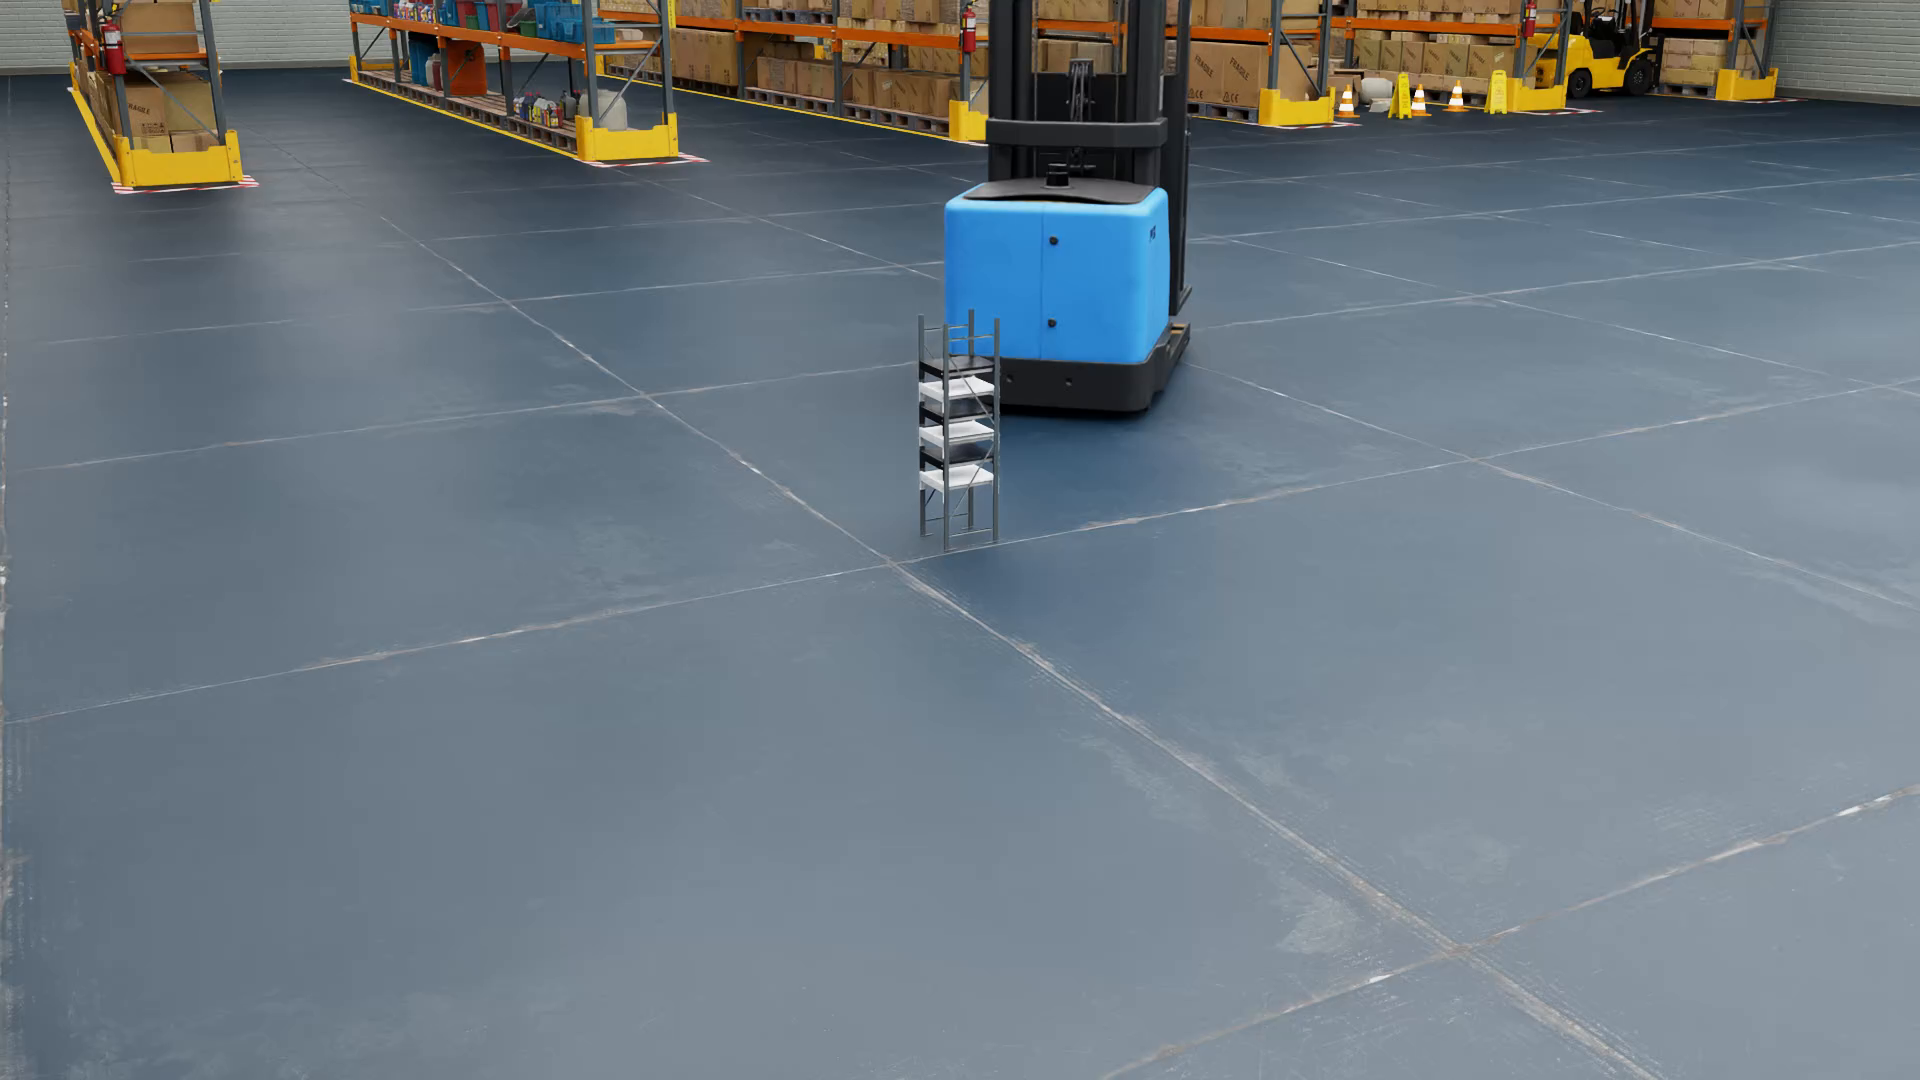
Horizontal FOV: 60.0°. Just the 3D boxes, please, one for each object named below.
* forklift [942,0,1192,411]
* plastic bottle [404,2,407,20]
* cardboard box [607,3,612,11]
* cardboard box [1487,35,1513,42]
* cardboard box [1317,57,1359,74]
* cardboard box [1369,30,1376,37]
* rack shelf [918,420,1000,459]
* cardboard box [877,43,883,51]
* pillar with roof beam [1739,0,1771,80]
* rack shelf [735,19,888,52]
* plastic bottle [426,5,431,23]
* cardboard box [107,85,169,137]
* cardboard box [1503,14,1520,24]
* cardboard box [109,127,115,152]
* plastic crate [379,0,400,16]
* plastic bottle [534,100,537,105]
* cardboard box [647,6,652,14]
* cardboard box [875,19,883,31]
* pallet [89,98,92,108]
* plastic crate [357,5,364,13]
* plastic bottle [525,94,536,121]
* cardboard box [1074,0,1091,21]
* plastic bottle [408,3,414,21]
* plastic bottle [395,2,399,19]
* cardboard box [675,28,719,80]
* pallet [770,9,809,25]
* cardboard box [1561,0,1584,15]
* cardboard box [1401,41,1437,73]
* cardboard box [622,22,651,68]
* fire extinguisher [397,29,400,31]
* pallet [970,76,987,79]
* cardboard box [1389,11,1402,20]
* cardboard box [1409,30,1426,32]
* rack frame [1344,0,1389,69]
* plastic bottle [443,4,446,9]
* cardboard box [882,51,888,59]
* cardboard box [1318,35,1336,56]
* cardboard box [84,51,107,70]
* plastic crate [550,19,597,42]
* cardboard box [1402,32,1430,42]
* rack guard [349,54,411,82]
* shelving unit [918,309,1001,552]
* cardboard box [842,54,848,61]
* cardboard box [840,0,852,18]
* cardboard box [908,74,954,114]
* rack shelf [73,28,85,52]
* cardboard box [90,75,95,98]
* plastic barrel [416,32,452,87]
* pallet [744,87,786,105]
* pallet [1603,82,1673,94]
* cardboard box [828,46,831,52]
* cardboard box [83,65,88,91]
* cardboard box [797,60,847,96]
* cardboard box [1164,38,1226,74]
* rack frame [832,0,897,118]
[{"bbox_3d":[0.753,-2.469,9.293,1.130,2.935,3.031,5,20,13],"label":"forklift"},{"bbox_3d":[-9.369,-8.951,28.152,0.061,0.283,0.133,-10,21,-27],"label":"plastic bottle"},{"bbox_3d":[-7.007,-10.929,34.091,0.380,0.149,0.250,-11,22,-28],"label":"cardboard box"},{"bbox_3d":[10.678,-9.872,33.637,0.875,0.625,0.625,-11,22,-29],"label":"cardboard box"},{"bbox_3d":[7.039,-8.545,30.180,0.950,0.372,0.625,-10,21,-26],"label":"cardboard box"},{"bbox_3d":[9.056,-10.938,35.926,0.380,0.149,0.250,-11,22,-28],"label":"cardboard box"},{"bbox_3d":[-0.004,-0.396,6.502,0.258,0.077,0.200,-10,21,-27],"label":"rack shelf"},{"bbox_3d":[-1.496,-10.270,34.611,0.380,0.149,0.250,-10,22,-27],"label":"cardboard box"},{"bbox_3d":[10.230,-11.568,26.361,9.100,9.000,0.400,-10,21,-27],"label":"pillar with roof beam"},{"bbox_3d":[-2.381,-8.137,26.717,1.077,0.370,4.000,-10,21,-27],"label":"rack shelf"},{"bbox_3d":[-8.498,-8.432,26.665,0.097,0.271,0.097,0,19,0],"label":"plastic bottle"},{"bbox_3d":[-8.769,-4.583,17.735,0.500,0.500,0.500,-10,21,-27],"label":"cardboard box"},{"bbox_3d":[8.823,-8.245,26.313,0.380,0.149,0.250,-9,21,-25],"label":"cardboard box"},{"bbox_3d":[-9.254,-4.513,18.684,0.500,0.250,0.500,-10,21,-27],"label":"cardboard box"},{"bbox_3d":[-10.111,-9.534,29.596,0.392,0.384,0.575,-10,21,-27],"label":"plastic crate"},{"bbox_3d":[-5.580,-5.668,21.966,0.097,0.271,0.097,0,19,0],"label":"plastic bottle"},{"bbox_3d":[-5.786,-10.192,31.954,0.380,0.149,0.250,-10,21,-26],"label":"cardboard box"},{"bbox_3d":[-0.979,-7.321,23.635,0.380,0.149,0.250,-10,21,-27],"label":"cardboard box"},{"bbox_3d":[-13.531,-7.120,26.943,1.003,0.211,1.213,-10,21,-27],"label":"pallet"},{"bbox_3d":[-11.260,-10.063,31.508,0.250,0.136,0.298,-10,21,-27],"label":"plastic crate"},{"bbox_3d":[-5.683,-5.742,22.058,0.144,0.351,0.185,-11,22,-29],"label":"plastic bottle"},{"bbox_3d":[2.259,-8.943,27.797,0.500,0.500,0.500,-10,22,-27],"label":"cardboard box"},{"bbox_3d":[-9.155,-8.850,27.869,0.152,0.276,0.135,-10,21,-27],"label":"plastic bottle"},{"bbox_3d":[-9.727,-9.168,28.780,0.061,0.283,0.133,-10,21,-27],"label":"plastic bottle"},{"bbox_3d":[-4.484,-8.957,30.603,1.225,0.875,0.875,-11,22,-29],"label":"cardboard box"},{"bbox_3d":[-2.355,-8.399,26.667,1.003,0.211,1.213,-10,21,-27],"label":"pallet"},{"bbox_3d":[11.637,-10.088,31.113,0.500,0.500,0.500,-11,22,-28],"label":"cardboard box"},{"bbox_3d":[7.842,-8.179,28.158,0.500,0.500,0.500,-9,21,-24],"label":"cardboard box"},{"bbox_3d":[-6.323,-10.110,33.944,0.875,0.875,0.875,-10,21,-27],"label":"cardboard box"},{"bbox_3d":[-11.160,-10.482,33.099,0.296,0.674,0.183,-10,21,-27],"label":"fire extinguisher"},{"bbox_3d":[0.712,-8.697,31.512,1.003,0.211,1.213,-10,21,-27],"label":"pallet"},{"bbox_3d":[7.562,-8.967,28.404,0.380,0.149,0.250,-9,21,-25],"label":"cardboard box"},{"bbox_3d":[9.784,-10.878,35.751,0.380,0.149,0.250,-9,21,-24],"label":"cardboard box"},{"bbox_3d":[7.290,-9.438,29.385,1.000,3.000,0.127,-10,21,-27],"label":"rack frame"},{"bbox_3d":[-8.742,-8.996,28.300,0.097,0.271,0.097,0,19,0],"label":"plastic bottle"},{"bbox_3d":[-1.386,-10.047,34.421,0.380,0.149,0.250,-11,22,-29],"label":"cardboard box"},{"bbox_3d":[8.384,-11.052,37.251,0.500,0.500,0.500,-11,22,-28],"label":"cardboard box"},{"bbox_3d":[-12.732,-7.147,24.752,0.500,0.250,0.500,-9,21,-25],"label":"cardboard box"},{"bbox_3d":[-4.695,-6.202,20.234,0.499,0.251,0.408,-10,21,-27],"label":"plastic crate"},{"bbox_3d":[7.715,-8.518,28.144,0.380,0.149,0.250,-9,21,-24],"label":"cardboard box"},{"bbox_3d":[-11.512,-9.404,33.118,1.175,0.500,0.348,-10,21,-27],"label":"rack guard"},{"bbox_3d":[-0.004,-0.428,6.491,0.258,0.900,0.210,-10,21,-27],"label":"shelving unit"},{"bbox_3d":[-2.404,-10.515,36.232,0.380,0.149,0.250,-10,21,-26],"label":"cardboard box"},{"bbox_3d":[-1.272,-7.952,24.469,0.875,0.500,0.500,-10,21,-27],"label":"cardboard box"},{"bbox_3d":[-0.409,-6.303,23.486,0.500,0.500,0.500,-8,21,-22],"label":"cardboard box"},{"bbox_3d":[-13.001,-7.752,25.601,1.077,0.370,4.000,-10,21,-27],"label":"rack shelf"},{"bbox_3d":[-11.564,-6.190,22.683,0.500,0.311,0.500,-11,22,-28],"label":"cardboard box"},{"bbox_3d":[-9.010,-8.277,28.593,0.600,0.901,0.708,-10,21,-27],"label":"plastic barrel"},{"bbox_3d":[-2.961,-7.509,28.068,1.003,0.211,1.213,-10,21,-27],"label":"pallet"},{"bbox_3d":[12.581,-8.305,30.374,1.003,0.211,1.213,-10,21,-27],"label":"pallet"},{"bbox_3d":[-2.694,-10.889,36.859,0.380,0.149,0.250,-9,21,-24],"label":"cardboard box"},{"bbox_3d":[-13.672,-7.365,26.533,0.500,0.500,0.500,-10,21,-26],"label":"cardboard box"},{"bbox_3d":[-2.180,-7.409,26.663,0.700,0.500,0.500,-12,22,-31],"label":"cardboard box"},{"bbox_3d":[3.650,-7.387,26.054,0.875,0.875,0.875,-10,21,-26],"label":"cardboard box"},{"bbox_3d":[-1.432,-7.903,24.936,1.000,3.000,0.127,-10,21,-27],"label":"rack frame"}]
